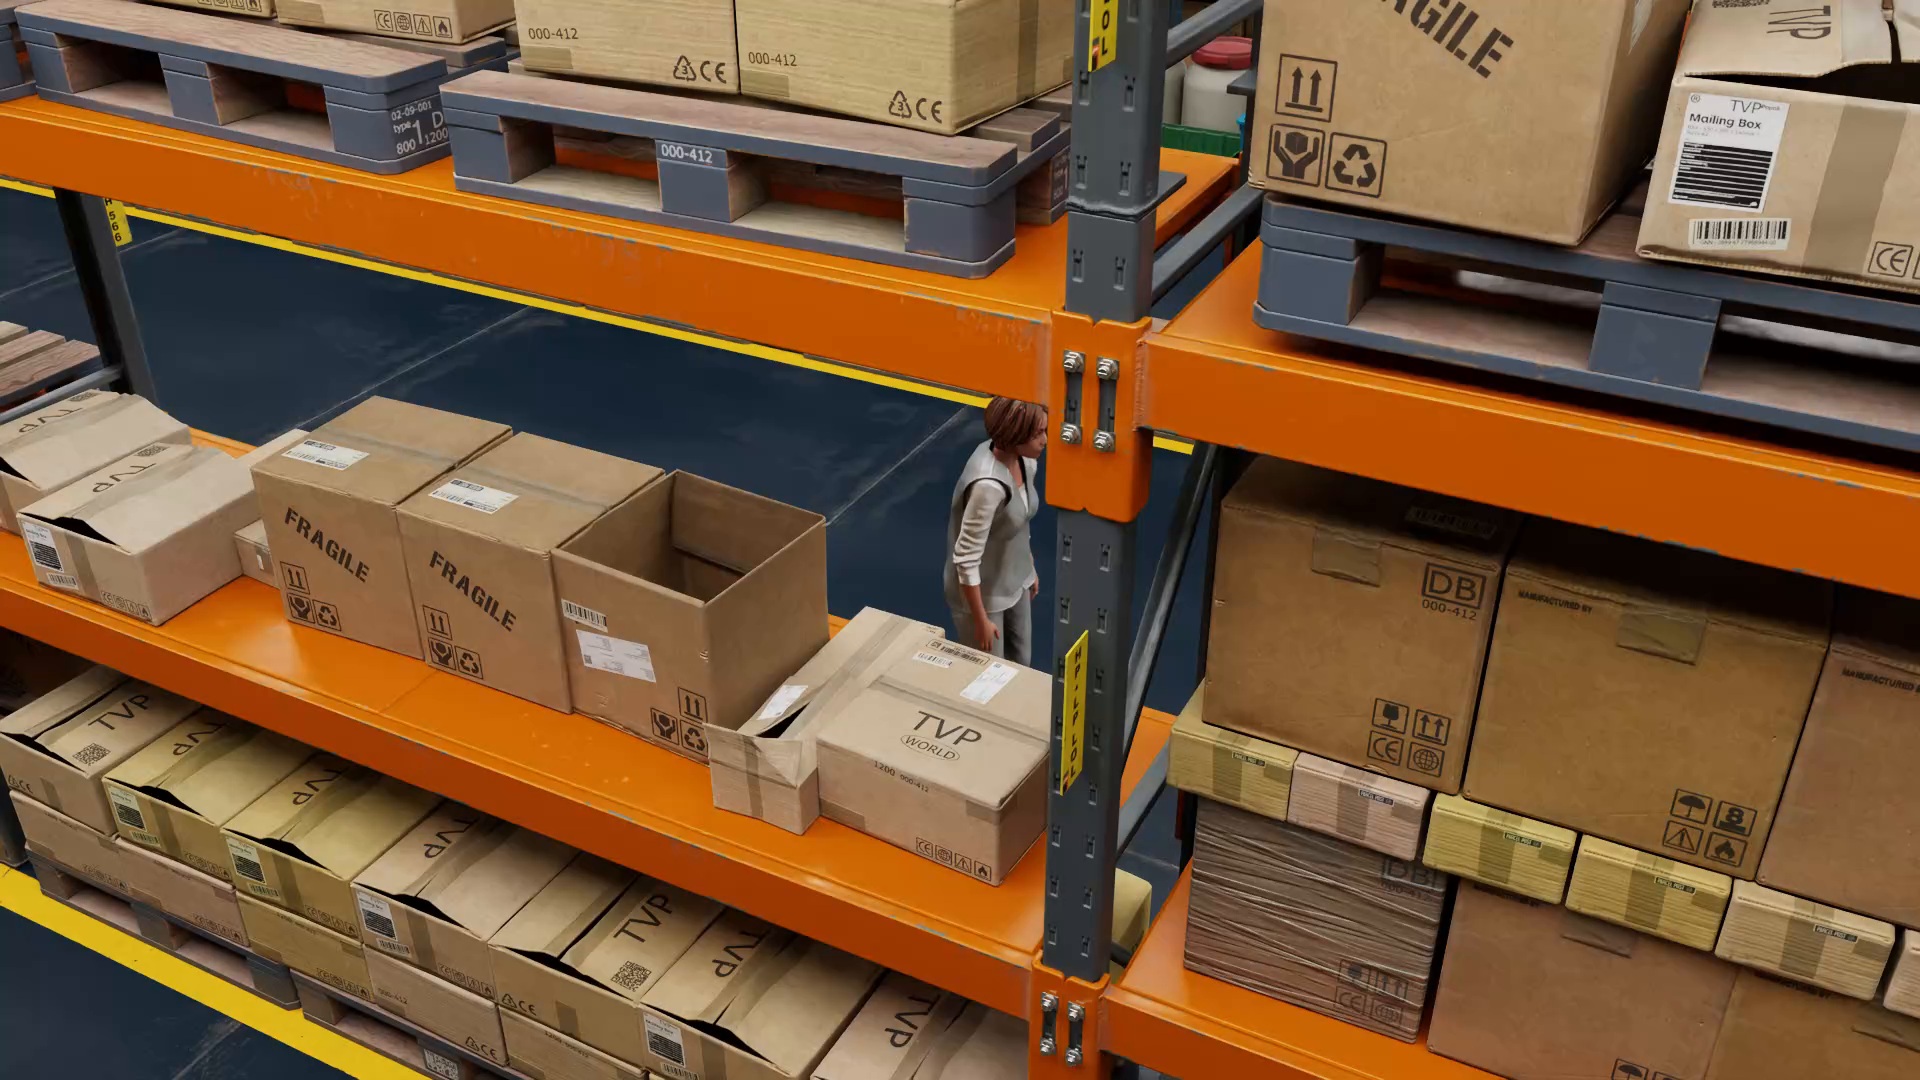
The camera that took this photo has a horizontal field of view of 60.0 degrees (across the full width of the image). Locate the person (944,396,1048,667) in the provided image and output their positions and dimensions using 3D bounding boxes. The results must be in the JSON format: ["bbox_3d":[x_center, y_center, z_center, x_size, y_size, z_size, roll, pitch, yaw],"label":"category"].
[{"bbox_3d":[0.127,0.198,5.805,0.343,1.593,0.481,14,33,22],"label":"person"}]
